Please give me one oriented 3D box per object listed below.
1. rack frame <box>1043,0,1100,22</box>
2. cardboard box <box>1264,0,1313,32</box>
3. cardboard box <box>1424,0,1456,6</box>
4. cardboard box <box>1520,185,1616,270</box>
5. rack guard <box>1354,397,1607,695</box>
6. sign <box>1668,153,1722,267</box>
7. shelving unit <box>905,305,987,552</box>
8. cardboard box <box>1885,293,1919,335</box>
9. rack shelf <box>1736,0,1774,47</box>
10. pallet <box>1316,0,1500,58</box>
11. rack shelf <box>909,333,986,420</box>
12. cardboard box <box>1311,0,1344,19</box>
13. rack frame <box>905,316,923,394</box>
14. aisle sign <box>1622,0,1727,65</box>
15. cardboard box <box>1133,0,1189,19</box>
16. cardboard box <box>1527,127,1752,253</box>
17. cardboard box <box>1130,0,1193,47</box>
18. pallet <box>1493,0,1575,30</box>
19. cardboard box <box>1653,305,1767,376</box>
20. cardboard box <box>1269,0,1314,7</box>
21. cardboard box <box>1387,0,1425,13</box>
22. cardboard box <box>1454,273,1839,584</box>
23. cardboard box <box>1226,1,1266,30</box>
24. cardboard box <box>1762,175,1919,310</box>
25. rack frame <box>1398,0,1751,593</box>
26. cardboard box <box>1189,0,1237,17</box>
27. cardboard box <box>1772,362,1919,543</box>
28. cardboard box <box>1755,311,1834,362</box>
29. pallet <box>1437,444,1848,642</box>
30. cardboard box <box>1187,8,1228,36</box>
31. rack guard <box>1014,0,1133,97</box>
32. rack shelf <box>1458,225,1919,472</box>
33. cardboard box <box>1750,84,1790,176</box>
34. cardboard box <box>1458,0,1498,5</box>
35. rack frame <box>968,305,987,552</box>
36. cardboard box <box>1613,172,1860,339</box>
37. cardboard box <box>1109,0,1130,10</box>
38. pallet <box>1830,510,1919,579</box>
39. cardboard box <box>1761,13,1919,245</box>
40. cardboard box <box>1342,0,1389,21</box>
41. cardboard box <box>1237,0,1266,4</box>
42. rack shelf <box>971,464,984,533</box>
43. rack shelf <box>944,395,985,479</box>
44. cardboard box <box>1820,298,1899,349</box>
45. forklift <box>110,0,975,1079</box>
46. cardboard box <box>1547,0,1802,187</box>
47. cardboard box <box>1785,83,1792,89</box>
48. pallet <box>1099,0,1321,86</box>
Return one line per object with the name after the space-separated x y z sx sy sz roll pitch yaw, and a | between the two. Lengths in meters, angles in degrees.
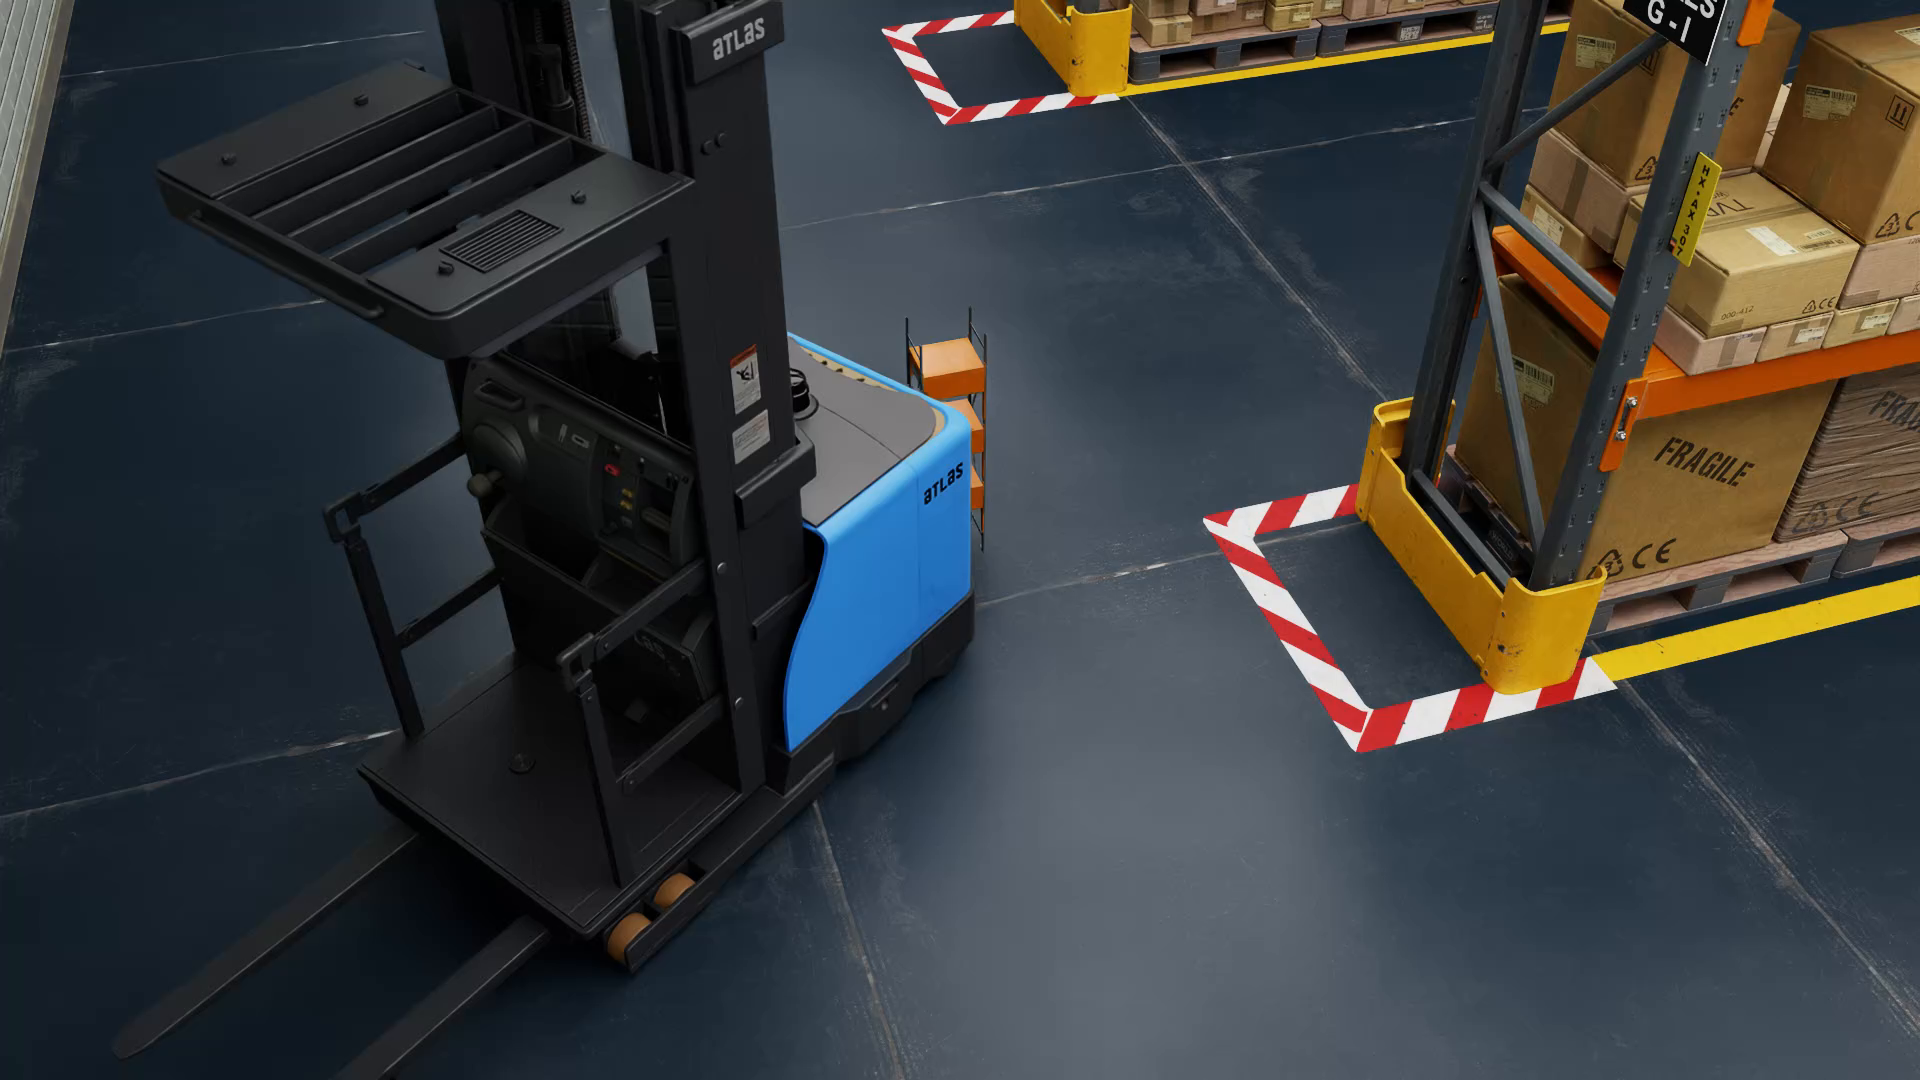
0.588 -4.088 9.149 0.127 3.000 1.000 -12 42 -13 | rack frame
1.920 -3.213 9.996 0.250 0.149 0.380 -11 42 -13 | cardboard box
2.875 -3.458 10.275 0.250 0.149 0.380 -11 42 -12 | cardboard box
2.222 -1.138 5.963 0.250 0.149 0.380 -11 42 -12 | cardboard box
1.958 -0.009 6.380 0.348 0.500 1.175 -12 42 -13 | rack guard
2.142 -0.962 4.853 0.005 0.325 0.100 -12 42 -13 | sign
-0.051 -0.385 6.392 0.252 1.050 0.215 -12 42 -13 | shelving unit
3.156 -0.878 5.666 0.250 0.149 0.380 -12 43 -14 | cardboard box
3.889 -2.209 5.266 4.000 0.370 1.077 -12 42 -13 | rack shelf
2.607 -3.430 10.515 1.213 0.211 1.003 -12 42 -13 | pallet
-0.051 -0.591 6.213 0.240 0.259 0.215 -12 42 -13 | rack shelf
2.135 -3.323 10.122 0.250 0.149 0.380 -12 42 -13 | cardboard box
-0.167 -0.361 6.365 0.008 1.050 0.200 -12 42 -13 | rack frame
2.003 -1.732 4.476 0.004 0.787 0.394 -12 42 -13 | aisle sign
1.165 -3.227 9.785 0.250 0.149 0.380 -10 42 -11 | cardboard box
2.364 -1.273 5.815 0.500 0.250 0.500 -12 43 -14 | cardboard box
1.184 -3.075 9.837 0.250 0.149 0.380 -11 42 -12 | cardboard box
3.773 -3.673 10.794 1.213 0.211 1.003 -12 42 -13 | pallet
2.419 -0.724 5.489 0.250 0.149 0.380 -11 42 -13 | cardboard box
1.927 -3.332 9.906 0.250 0.149 0.380 -10 42 -12 | cardboard box
2.655 -3.389 10.197 0.250 0.149 0.380 -12 42 -13 | cardboard box
2.568 -0.490 6.327 0.875 0.875 0.875 -12 42 -13 | cardboard box
1.644 -3.232 10.017 0.250 0.149 0.380 -11 42 -13 | cardboard box
3.014 -1.043 5.552 0.500 0.250 0.500 -12 43 -14 | cardboard box
1.981 -0.955 5.564 0.127 3.000 1.000 -12 42 -13 | rack frame
1.443 -3.246 9.807 0.250 0.149 0.380 -12 43 -13 | cardboard box
3.436 -0.670 6.532 0.875 0.875 0.875 -12 42 -13 | cardboard box
2.663 -0.775 5.548 0.250 0.149 0.380 -12 43 -14 | cardboard box
2.720 -0.112 6.718 1.213 0.211 1.003 -12 42 -13 | pallet
1.409 -3.178 9.956 0.250 0.149 0.380 -12 43 -13 | cardboard box
0.660 -3.161 9.989 0.348 0.500 1.175 -12 42 -13 | rack guard
3.889 -1.080 6.253 4.000 0.370 1.077 -12 42 -13 | rack shelf
2.848 -1.373 5.929 0.500 0.250 0.500 -12 43 -14 | cardboard box
3.144 -3.467 10.286 0.250 0.149 0.380 -12 43 -13 | cardboard box
0.065 -0.409 6.420 0.008 1.050 0.200 -12 42 -13 | rack frame
2.520 -0.936 5.430 0.500 0.250 0.500 -13 43 -14 | cardboard box
1.027 -3.407 10.218 0.250 0.149 0.380 -11 42 -12 | cardboard box
3.882 -0.351 6.991 1.213 0.211 1.003 -12 42 -13 | pallet
2.997 -1.317 5.296 0.500 0.500 0.500 -13 43 -14 | cardboard box
2.399 -3.318 10.116 0.250 0.149 0.380 -14 43 -15 | cardboard box
1.650 -3.349 9.925 0.250 0.149 0.380 -11 42 -13 | cardboard box
-0.051 -0.168 6.582 0.240 0.259 0.215 -12 42 -13 | rack shelf
-0.051 -0.377 6.399 0.240 0.259 0.215 -12 42 -13 | rack shelf
2.907 -0.826 5.607 0.250 0.149 0.380 -13 43 -14 | cardboard box
-1.242 -0.138 4.680 1.130 2.935 3.031 27 48 27 | forklift
2.367 -1.554 5.567 0.500 0.500 0.500 -11 42 -13 | cardboard box
3.333 -1.474 6.045 0.500 0.250 0.500 -13 43 -15 | cardboard box
1.446 -3.191 10.242 1.213 0.211 1.003 -12 42 -13 | pallet
